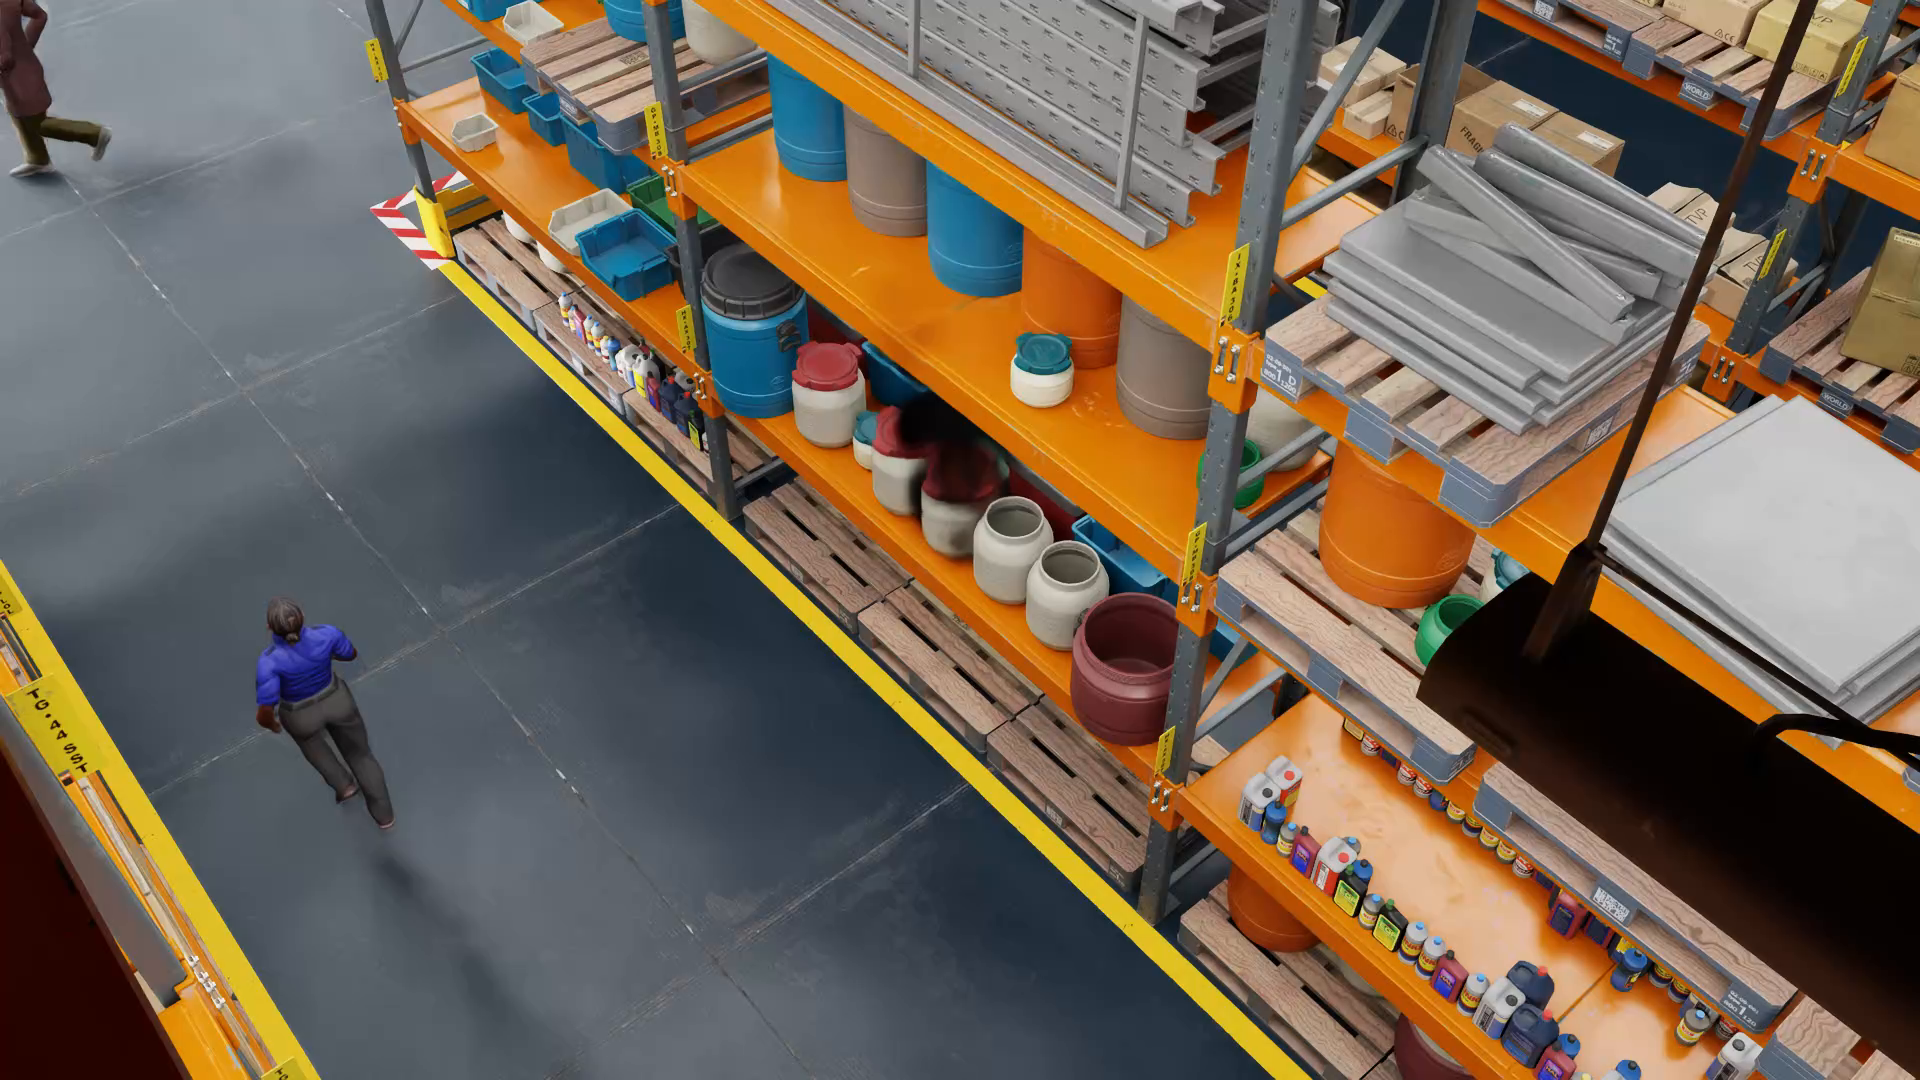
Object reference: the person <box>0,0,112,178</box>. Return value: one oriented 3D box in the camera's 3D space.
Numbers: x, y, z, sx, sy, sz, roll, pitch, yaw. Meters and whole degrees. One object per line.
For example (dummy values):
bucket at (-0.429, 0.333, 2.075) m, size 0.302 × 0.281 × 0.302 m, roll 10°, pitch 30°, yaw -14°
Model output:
person at (-7.476, -3.691, 13.284) m, size 0.902 × 1.778 × 0.710 m, roll -6°, pitch 47°, yaw -6°

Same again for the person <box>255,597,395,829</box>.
person at (-3.342, 0.892, 8.652) m, size 0.581 × 1.714 × 0.650 m, roll -29°, pitch 53°, yaw -25°
